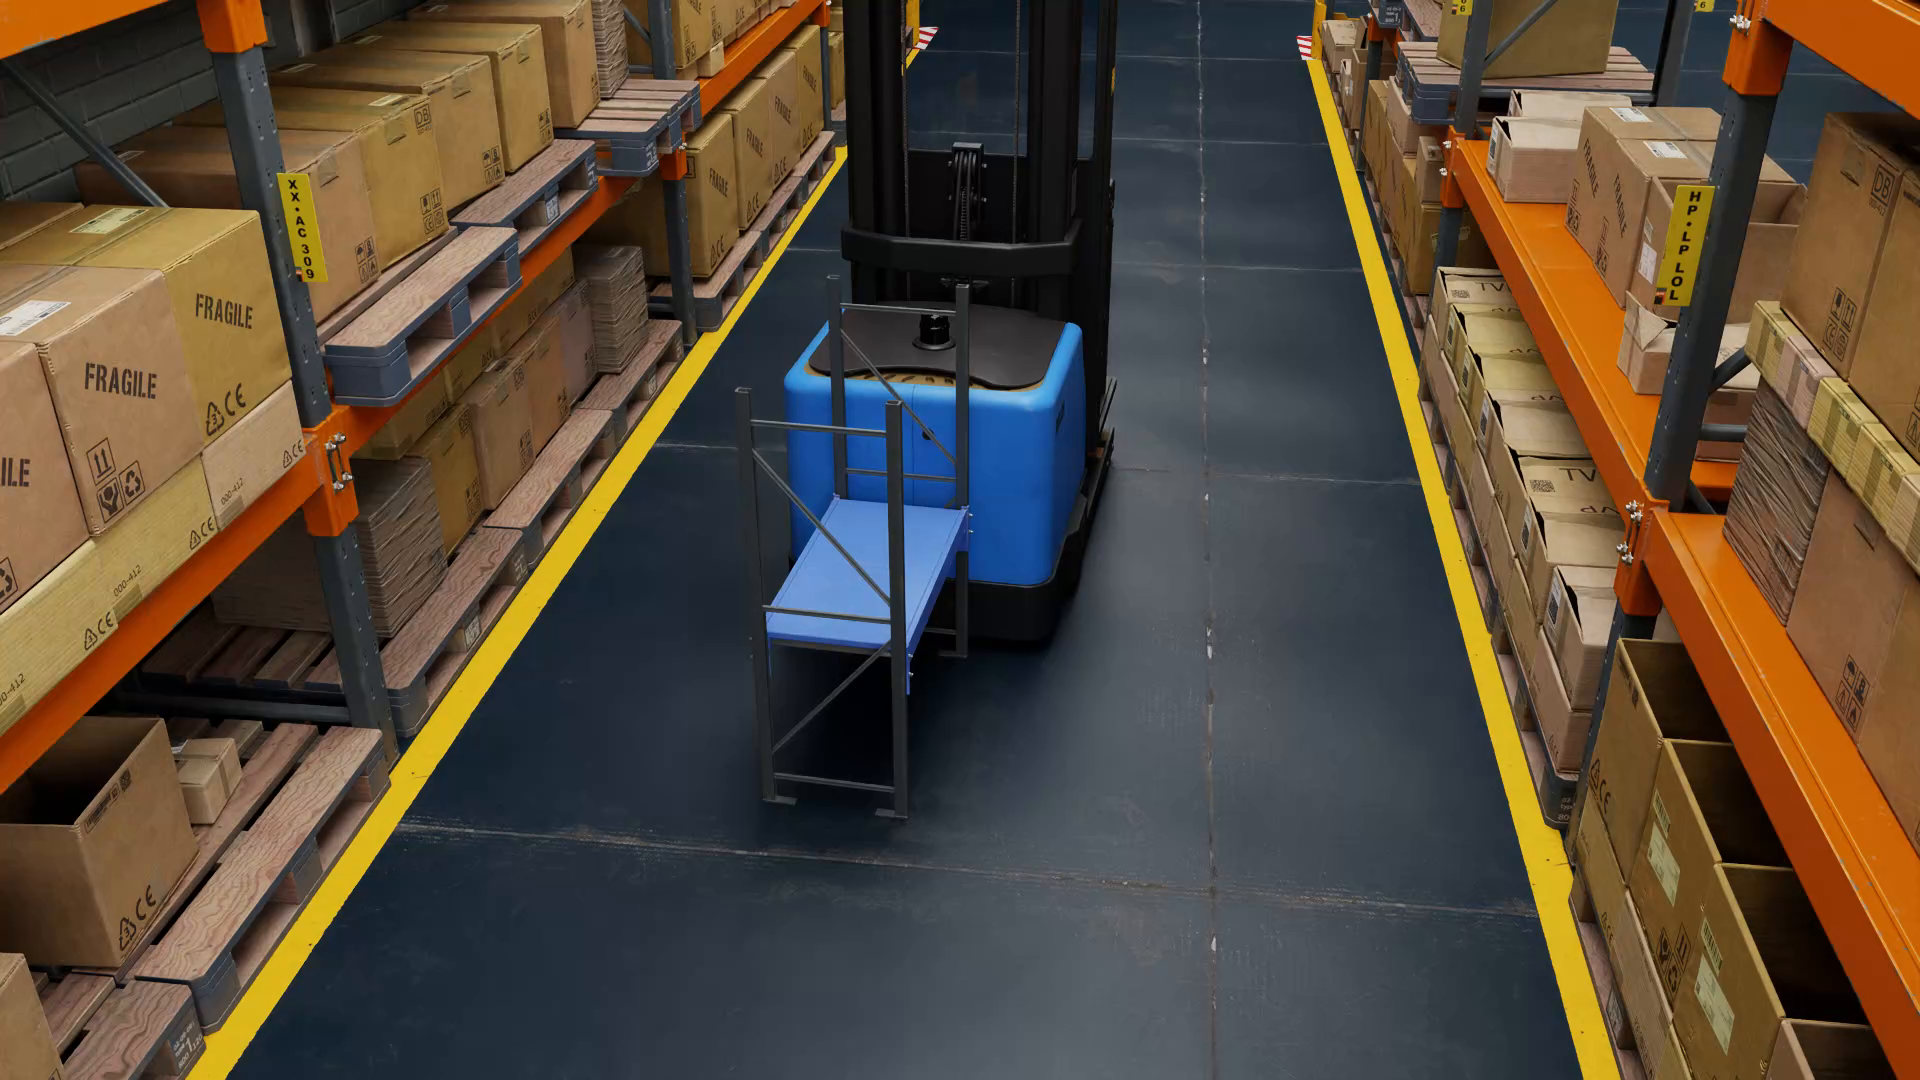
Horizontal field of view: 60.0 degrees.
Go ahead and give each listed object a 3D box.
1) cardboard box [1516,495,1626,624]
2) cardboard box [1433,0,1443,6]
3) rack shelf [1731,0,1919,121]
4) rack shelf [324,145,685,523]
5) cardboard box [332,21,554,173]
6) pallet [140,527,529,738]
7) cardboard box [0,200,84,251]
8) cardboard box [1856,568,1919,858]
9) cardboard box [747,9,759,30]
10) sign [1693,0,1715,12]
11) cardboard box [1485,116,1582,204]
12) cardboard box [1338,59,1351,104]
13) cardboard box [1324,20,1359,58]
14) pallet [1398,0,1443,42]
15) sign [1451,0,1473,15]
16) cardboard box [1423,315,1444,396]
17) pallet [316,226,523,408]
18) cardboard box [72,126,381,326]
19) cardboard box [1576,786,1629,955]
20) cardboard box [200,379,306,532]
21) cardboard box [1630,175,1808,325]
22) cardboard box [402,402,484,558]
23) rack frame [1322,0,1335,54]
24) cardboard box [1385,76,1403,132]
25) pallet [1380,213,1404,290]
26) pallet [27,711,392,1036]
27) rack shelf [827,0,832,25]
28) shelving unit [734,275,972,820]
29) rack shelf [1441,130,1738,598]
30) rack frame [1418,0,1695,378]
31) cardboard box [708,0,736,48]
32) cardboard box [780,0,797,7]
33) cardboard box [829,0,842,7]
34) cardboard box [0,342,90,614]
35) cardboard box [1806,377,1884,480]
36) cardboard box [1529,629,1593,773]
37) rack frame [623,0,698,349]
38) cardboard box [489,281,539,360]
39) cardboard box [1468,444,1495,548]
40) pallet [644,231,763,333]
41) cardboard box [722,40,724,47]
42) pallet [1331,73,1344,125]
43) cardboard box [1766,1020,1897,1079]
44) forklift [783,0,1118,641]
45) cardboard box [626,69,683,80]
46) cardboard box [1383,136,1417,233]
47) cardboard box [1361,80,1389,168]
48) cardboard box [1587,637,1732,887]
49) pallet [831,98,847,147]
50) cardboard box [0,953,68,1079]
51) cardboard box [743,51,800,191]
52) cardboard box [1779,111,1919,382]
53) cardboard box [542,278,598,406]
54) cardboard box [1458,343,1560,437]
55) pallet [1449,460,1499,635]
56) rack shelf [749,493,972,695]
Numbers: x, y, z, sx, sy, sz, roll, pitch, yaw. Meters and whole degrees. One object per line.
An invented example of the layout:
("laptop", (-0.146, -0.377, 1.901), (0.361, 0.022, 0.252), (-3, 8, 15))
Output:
("cardboard box", (2.274, 0.055, 5.851), (0.500, 0.311, 0.500), (4, 29, 8))
("cardboard box", (3.276, -3.431, 9.907), (0.700, 0.500, 0.500), (-4, 29, -7))
("rack shelf", (2.206, -0.334, 2.303), (1.077, 0.370, 4.000), (3, 28, 6))
("rack shelf", (-2.220, -1.182, 7.040), (1.077, 0.370, 4.000), (3, 28, 6))
("cardboard box", (-2.153, -1.868, 6.986), (0.700, 0.500, 0.500), (3, 28, 6))
("pallet", (-2.371, 0.304, 6.464), (1.003, 0.211, 1.213), (3, 28, 6))
("cardboard box", (-2.730, -0.621, 4.587), (0.500, 0.500, 0.500), (3, 28, 5))
("cardboard box", (2.280, 0.378, 3.279), (0.700, 0.500, 0.500), (4, 29, 7))
("cardboard box", (-1.489, -3.326, 10.505), (0.380, 0.149, 0.250), (4, 29, 8))
("sign", (3.493, -2.633, 7.754), (0.100, 0.325, 0.005), (3, 28, 6))
("cardboard box", (2.640, -1.705, 7.347), (0.500, 0.311, 0.500), (3, 28, 6))
("cardboard box", (3.312, -3.685, 13.298), (0.500, 0.311, 0.500), (3, 28, 6))
("cardboard box", (3.512, -4.428, 14.742), (0.500, 0.250, 0.500), (3, 28, 6))
("pallet", (3.175, -2.985, 9.831), (1.003, 0.211, 1.213), (3, 28, 6))
("sign", (2.402, -2.656, 7.880), (0.100, 0.325, 0.005), (3, 28, 6))
("cardboard box", (2.586, -0.899, 8.213), (0.500, 0.250, 0.500), (3, 28, 6))
("pallet", (-2.227, -0.824, 5.820), (1.003, 0.211, 1.213), (3, 28, 6))
("cardboard box", (-2.369, -1.033, 5.435), (0.700, 0.500, 0.500), (3, 29, 6))
("cardboard box", (2.094, 0.955, 4.771), (0.500, 0.250, 0.500), (3, 28, 6))
("cardboard box", (-2.223, -0.260, 4.706), (0.500, 0.250, 0.500), (3, 29, 6))
("cardboard box", (2.626, -0.924, 5.697), (0.500, 0.500, 0.500), (5, 29, 10))
("cardboard box", (-2.378, -0.244, 6.712), (0.700, 0.500, 0.500), (3, 28, 5))
("rack frame", (3.922, -5.920, 15.076), (1.000, 3.000, 0.127), (3, 28, 6))
("cardboard box", (3.008, -2.776, 10.622), (0.500, 0.250, 0.500), (3, 29, 6))
("pallet", (3.223, -1.848, 10.459), (1.003, 0.211, 1.213), (3, 28, 6))
("pallet", (-2.513, 0.988, 5.193), (1.003, 0.211, 1.213), (3, 28, 6))
("rack shelf", (-1.240, -4.948, 14.030), (1.077, 0.370, 4.000), (3, 28, 6))
("shelving unit", (-0.316, 0.003, 5.664), (0.538, 1.500, 1.048), (5, 29, 10))
("rack shelf", (2.697, -0.896, 6.509), (1.077, 0.370, 4.000), (3, 28, 6))
("rack frame", (2.942, -2.154, 8.086), (1.000, 3.000, 0.127), (3, 28, 6))
("cardboard box", (-1.588, -3.084, 9.371), (0.500, 0.500, 0.500), (4, 29, 8))
("cardboard box", (-1.304, -3.679, 11.159), (0.380, 0.149, 0.250), (3, 28, 6))
("cardboard box", (-1.005, -4.436, 13.829), (0.380, 0.149, 0.250), (3, 28, 5))
("cardboard box", (-2.344, -0.118, 3.653), (0.500, 0.500, 0.500), (3, 28, 5))
("cardboard box", (2.166, -0.246, 3.755), (0.380, 0.149, 0.250), (3, 28, 5))
("cardboard box", (2.215, 0.542, 5.537), (0.500, 0.250, 0.500), (3, 28, 6))
("rack frame", (-1.975, -2.440, 8.617), (1.000, 3.000, 0.127), (3, 28, 6))
("cardboard box", (-2.202, -1.015, 7.352), (0.500, 0.250, 0.500), (3, 28, 6))
("cardboard box", (2.404, -0.176, 6.870), (0.500, 0.250, 0.500), (4, 29, 7))
("pallet", (-1.804, -1.579, 9.959), (1.003, 0.211, 1.213), (3, 28, 6))
("cardboard box", (-1.617, -2.967, 9.838), (0.380, 0.149, 0.250), (4, 29, 7))
("pallet", (3.664, -3.708, 13.911), (1.003, 0.211, 1.213), (3, 28, 6))
("cardboard box", (1.902, 1.330, 3.284), (0.500, 0.500, 0.500), (3, 28, 6))
("forklift", (0.124, -1.583, 7.098), (1.130, 2.935, 3.031), (5, 29, 10))
("cardboard box", (-1.705, -2.480, 8.935), (0.380, 0.149, 0.250), (3, 28, 5))
("cardboard box", (2.945, -2.192, 10.328), (0.500, 0.500, 0.500), (2, 28, 4))
("cardboard box", (3.131, -2.917, 11.673), (0.500, 0.500, 0.500), (2, 28, 4))
("cardboard box", (2.084, 0.624, 4.594), (0.500, 0.500, 0.500), (3, 28, 6))
("pallet", (-1.314, -3.449, 13.429), (1.003, 0.211, 1.213), (3, 28, 6))
("cardboard box", (-2.572, 1.301, 3.844), (0.700, 0.500, 0.500), (2, 28, 3))
("cardboard box", (-1.542, -2.830, 11.163), (0.750, 0.750, 0.750), (4, 29, 8))
("cardboard box", (2.403, -0.677, 3.871), (0.700, 0.500, 0.500), (3, 29, 6))
("cardboard box", (-2.190, -0.956, 8.033), (0.700, 0.500, 0.500), (3, 28, 6))
("cardboard box", (2.465, -0.658, 7.174), (0.500, 0.311, 0.500), (3, 28, 5))
("pallet", (2.650, 0.031, 6.969), (1.003, 0.211, 1.213), (3, 28, 6))
("rack shelf", (-0.316, 0.161, 5.749), (0.538, 0.185, 1.000), (5, 29, 10))
